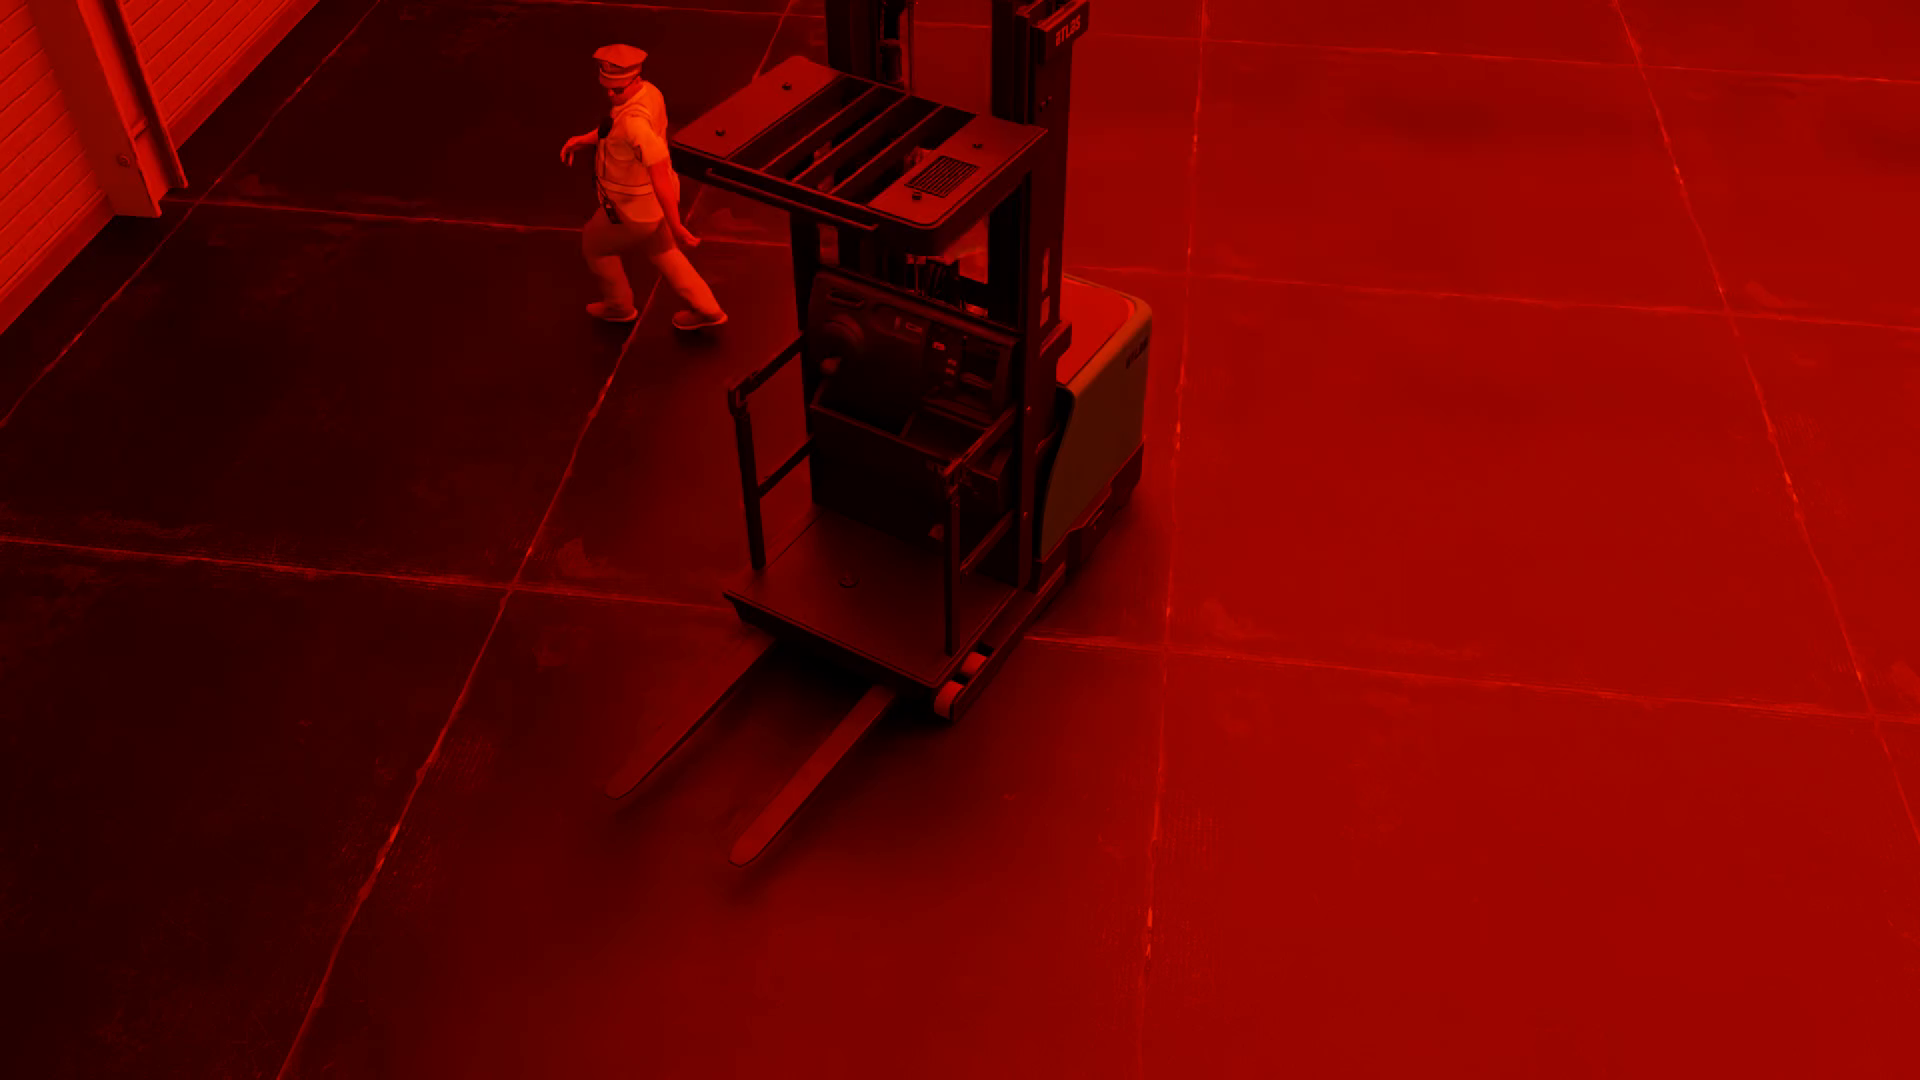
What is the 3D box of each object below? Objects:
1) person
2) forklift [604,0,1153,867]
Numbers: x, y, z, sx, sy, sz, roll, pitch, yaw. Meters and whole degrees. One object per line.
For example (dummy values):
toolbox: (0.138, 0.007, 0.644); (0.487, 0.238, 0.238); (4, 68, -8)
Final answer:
person: (-1.660, -1.778, 8.629); (0.925, 1.673, 0.567); (16, 45, 16)
forklift: (-0.316, -0.681, 6.466); (1.130, 2.935, 3.031); (23, 47, 23)
